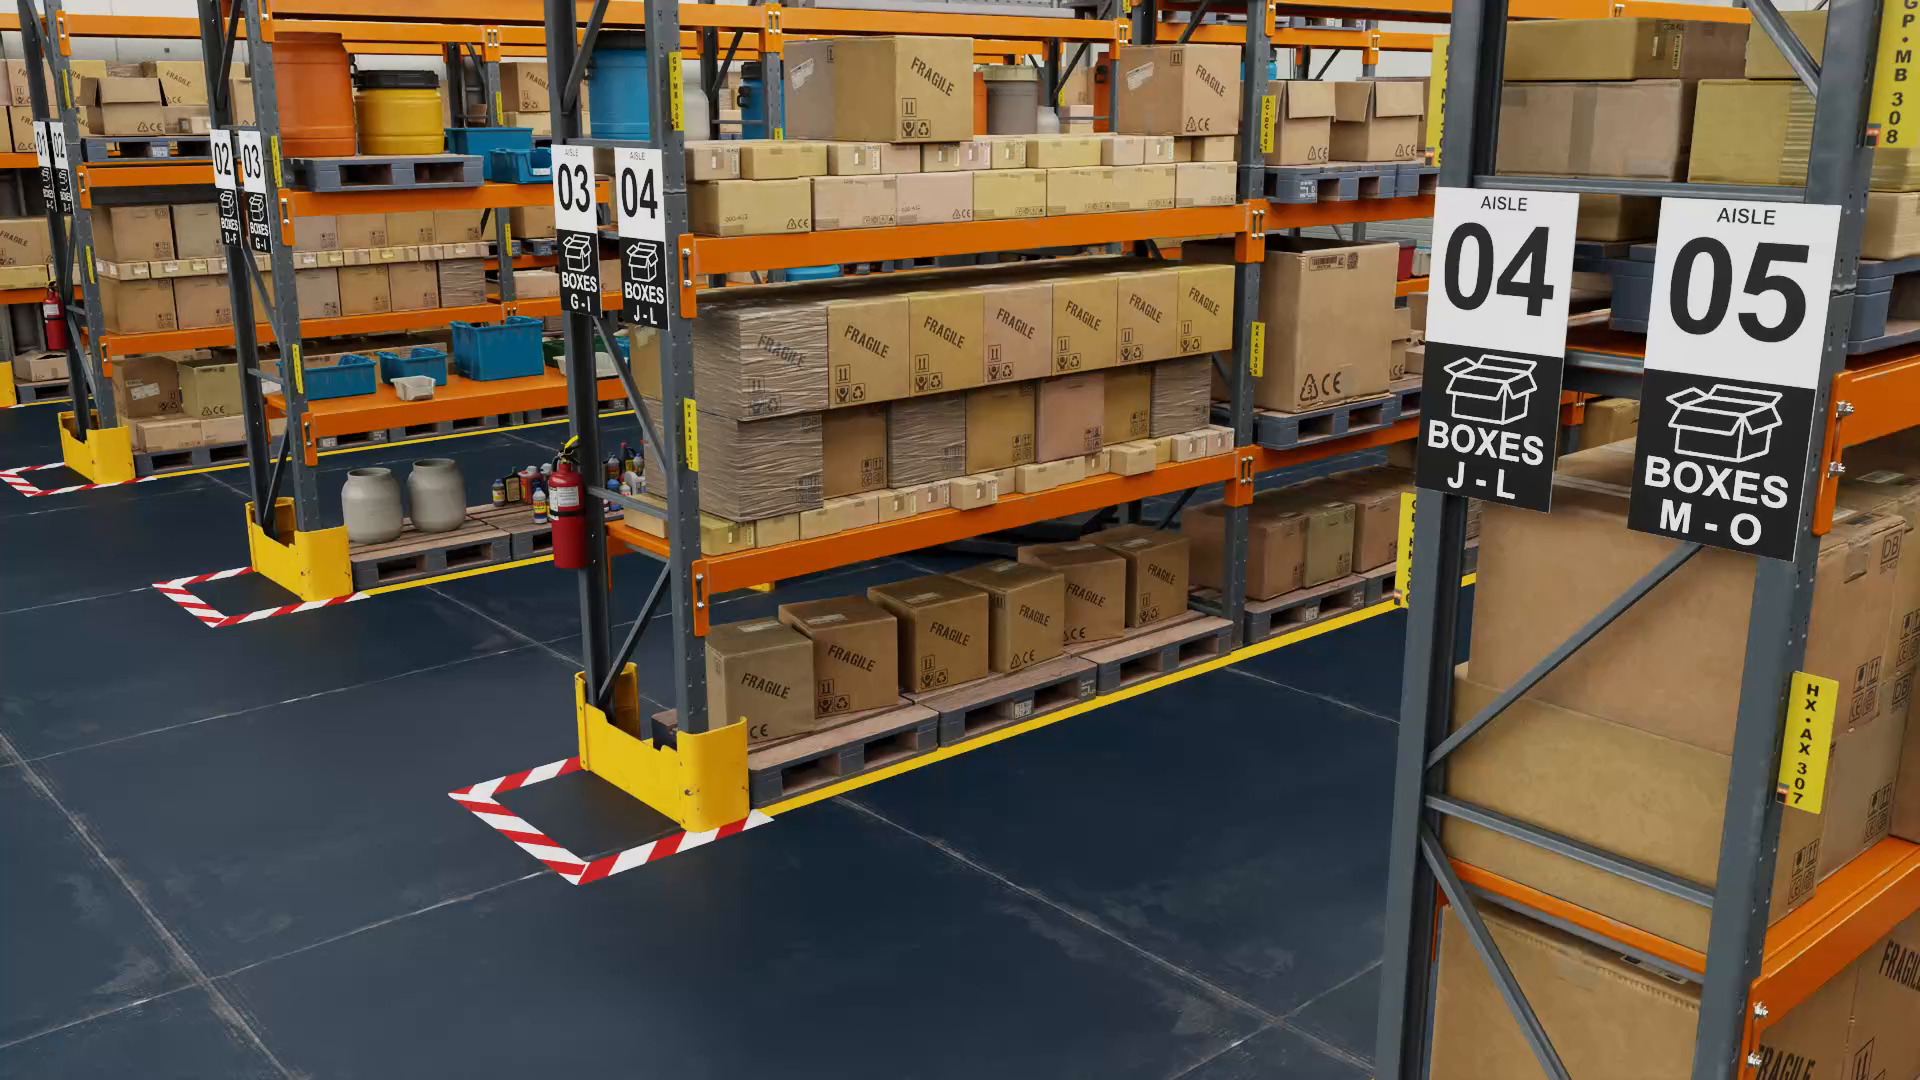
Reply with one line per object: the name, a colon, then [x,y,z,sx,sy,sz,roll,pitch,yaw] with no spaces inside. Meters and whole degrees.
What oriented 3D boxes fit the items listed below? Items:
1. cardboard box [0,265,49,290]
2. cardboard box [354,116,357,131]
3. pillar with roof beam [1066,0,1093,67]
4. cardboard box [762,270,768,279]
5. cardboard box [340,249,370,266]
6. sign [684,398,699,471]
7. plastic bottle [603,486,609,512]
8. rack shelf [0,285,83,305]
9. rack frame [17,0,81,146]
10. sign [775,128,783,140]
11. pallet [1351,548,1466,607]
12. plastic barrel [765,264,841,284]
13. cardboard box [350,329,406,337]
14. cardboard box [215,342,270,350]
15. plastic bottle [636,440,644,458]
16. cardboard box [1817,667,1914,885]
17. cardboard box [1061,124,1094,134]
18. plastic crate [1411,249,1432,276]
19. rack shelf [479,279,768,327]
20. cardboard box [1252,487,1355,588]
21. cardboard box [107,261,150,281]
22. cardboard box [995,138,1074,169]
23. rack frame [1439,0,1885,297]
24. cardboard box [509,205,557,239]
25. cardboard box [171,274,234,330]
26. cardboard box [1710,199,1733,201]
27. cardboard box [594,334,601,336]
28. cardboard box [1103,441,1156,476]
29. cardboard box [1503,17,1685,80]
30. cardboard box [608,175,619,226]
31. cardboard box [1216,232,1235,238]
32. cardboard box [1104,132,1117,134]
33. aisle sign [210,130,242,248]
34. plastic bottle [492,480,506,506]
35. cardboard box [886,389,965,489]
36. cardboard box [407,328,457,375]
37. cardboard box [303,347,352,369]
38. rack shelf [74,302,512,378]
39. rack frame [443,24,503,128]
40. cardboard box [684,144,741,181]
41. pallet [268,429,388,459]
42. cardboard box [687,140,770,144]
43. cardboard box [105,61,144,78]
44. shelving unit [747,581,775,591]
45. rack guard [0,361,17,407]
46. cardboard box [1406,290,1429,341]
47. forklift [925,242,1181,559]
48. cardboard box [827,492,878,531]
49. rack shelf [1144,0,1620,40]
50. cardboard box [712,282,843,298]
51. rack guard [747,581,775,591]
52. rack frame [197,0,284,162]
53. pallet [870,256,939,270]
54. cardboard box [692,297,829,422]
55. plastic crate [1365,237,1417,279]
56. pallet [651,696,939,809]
cardboard box: [-10.757,-3.017,18.984,0.500,0.250,0.500,-13,20,-41]
cardboard box: [-5.792,-4.114,16.427,0.250,0.149,0.380,-13,19,-39]
pillar with roof beam: [5.031,-8.455,27.467,0.400,9.000,9.100,-13,19,-39]
cardboard box: [-2.347,-3.354,20.167,0.500,0.311,0.500,-11,19,-36]
cardboard box: [-6.085,-2.832,16.589,0.250,0.149,0.380,-12,19,-38]
sign: [-1.223,-0.479,7.552,0.005,0.325,0.100,-13,19,-39]
plastic bottle: [-2.849,-0.329,13.239,0.097,0.201,0.097,0,15,0]
rack shelf: [-9.825,-3.050,20.250,4.000,0.370,1.077,-13,19,-39]
rack frame: [-8.079,-4.994,14.507,0.127,3.000,1.000,-13,19,-39]
sign: [-1.460,-3.152,13.409,0.005,0.325,0.100,-13,19,-39]
pallet: [2.946,0.164,12.228,1.213,0.211,1.003,-13,19,-39]
plastic barrel: [-1.322,-2.056,14.165,0.708,0.901,0.600,-13,19,-39]
cardboard box: [-7.772,-2.869,22.171,0.500,0.500,0.700,-12,19,-38]
cardboard box: [-9.073,-2.558,21.004,0.500,0.500,0.500,14,21,43]
plastic bottle: [-2.694,-0.685,14.281,0.185,0.351,0.144,-12,19,-38]
cardboard box: [2.252,0.575,4.993,0.550,0.550,0.875,-13,19,-39]
cardboard box: [1.503,-5.539,22.652,0.500,0.250,0.500,-13,19,-39]
plastic crate: [5.495,-3.358,20.121,0.530,0.282,0.437,-13,19,-39]
rack shelf: [-3.553,-2.764,19.179,4.000,0.370,1.077,-13,19,-39]
cardboard box: [2.288,-0.025,11.524,0.500,0.500,0.700,-13,20,-40]
cardboard box: [-7.642,-2.481,15.276,0.250,0.149,0.380,-13,20,-40]
cardboard box: [0.392,-2.077,8.920,0.250,0.149,0.380,-12,19,-37]
rack frame: [1.601,-2.082,3.606,0.127,3.000,1.000,-13,19,-39]
cardboard box: [-6.050,-4.493,23.214,0.700,0.500,0.500,14,20,42]
cardboard box: [-7.325,-2.310,15.892,0.500,0.500,0.700,-12,19,-38]
cardboard box: [2.013,-0.971,4.738,0.250,0.149,0.380,-12,19,-39]
cardboard box: [-4.178,-2.216,19.161,0.500,0.311,0.500,-13,20,-40]
cardboard box: [0.931,-0.493,9.771,0.250,0.149,0.380,-13,19,-39]
cardboard box: [1.632,-1.271,4.316,0.250,0.149,0.380,-12,19,-39]
cardboard box: [-1.382,-1.674,8.182,0.500,0.250,0.500,-12,19,-38]
cardboard box: [3.832,-4.725,24.933,0.500,0.500,0.500,-12,19,-38]
cardboard box: [0.991,-2.418,10.195,0.250,0.149,0.380,-13,20,-41]
aisle sign: [-5.080,-2.432,11.504,0.004,0.787,0.394,-13,19,-39]
plastic bottle: [-3.733,-0.387,13.457,0.097,0.201,0.097,0,15,0]
cardboard box: [-0.442,-0.630,9.026,0.500,0.500,0.875,-13,19,-39]
cardboard box: [-5.617,-1.992,17.956,0.500,0.500,0.500,-13,19,-39]
cardboard box: [-6.395,-1.633,16.612,0.500,0.500,0.500,-13,19,-39]
rack shelf: [-6.570,-2.086,16.642,4.000,0.370,1.077,-13,19,-39]
rack frame: [-5.061,-5.671,17.044,0.127,3.000,1.000,-13,19,-39]
cardboard box: [-1.219,-1.737,7.646,0.250,0.149,0.380,-13,20,-40]
pallet: [-6.610,-1.091,16.926,1.213,0.211,1.003,-13,19,-39]
cardboard box: [-1.167,-1.932,8.376,0.250,0.149,0.380,-14,20,-42]
cardboard box: [-10.005,-5.431,19.786,0.500,0.500,0.500,-13,20,-39]
shelving unit: [-1.349,-0.515,12.273,0.587,1.500,1.083,8,17,29]
rack guard: [-11.276,-1.864,19.260,0.348,0.500,1.175,-13,19,-39]
cardboard box: [3.720,-1.559,12.267,0.500,0.500,0.700,-9,18,-31]
forklift: [0.649,-1.355,12.643,3.031,2.935,1.130,5,16,19]
cardboard box: [-0.633,-0.171,8.564,0.250,0.149,0.380,-13,19,-39]
rack shelf: [2.947,-3.540,11.234,4.000,0.370,1.077,-13,19,-39]
cardboard box: [-0.953,-1.068,8.729,0.500,0.500,0.500,-13,19,-39]
rack guard: [-1.596,0.200,12.016,0.587,0.250,0.087,8,17,29]
rack frame: [-4.830,-4.029,10.894,0.127,3.000,1.000,-13,19,-39]
pallet: [-0.580,-3.688,21.616,1.213,0.211,1.003,-13,19,-39]
cardboard box: [-0.985,-0.881,8.029,0.500,0.500,0.500,-13,19,-39]
plastic crate: [5.061,-3.325,19.647,0.583,0.464,0.402,-13,19,-39]
pallet: [-0.886,1.038,8.956,1.213,0.211,1.003,-13,19,-39]
